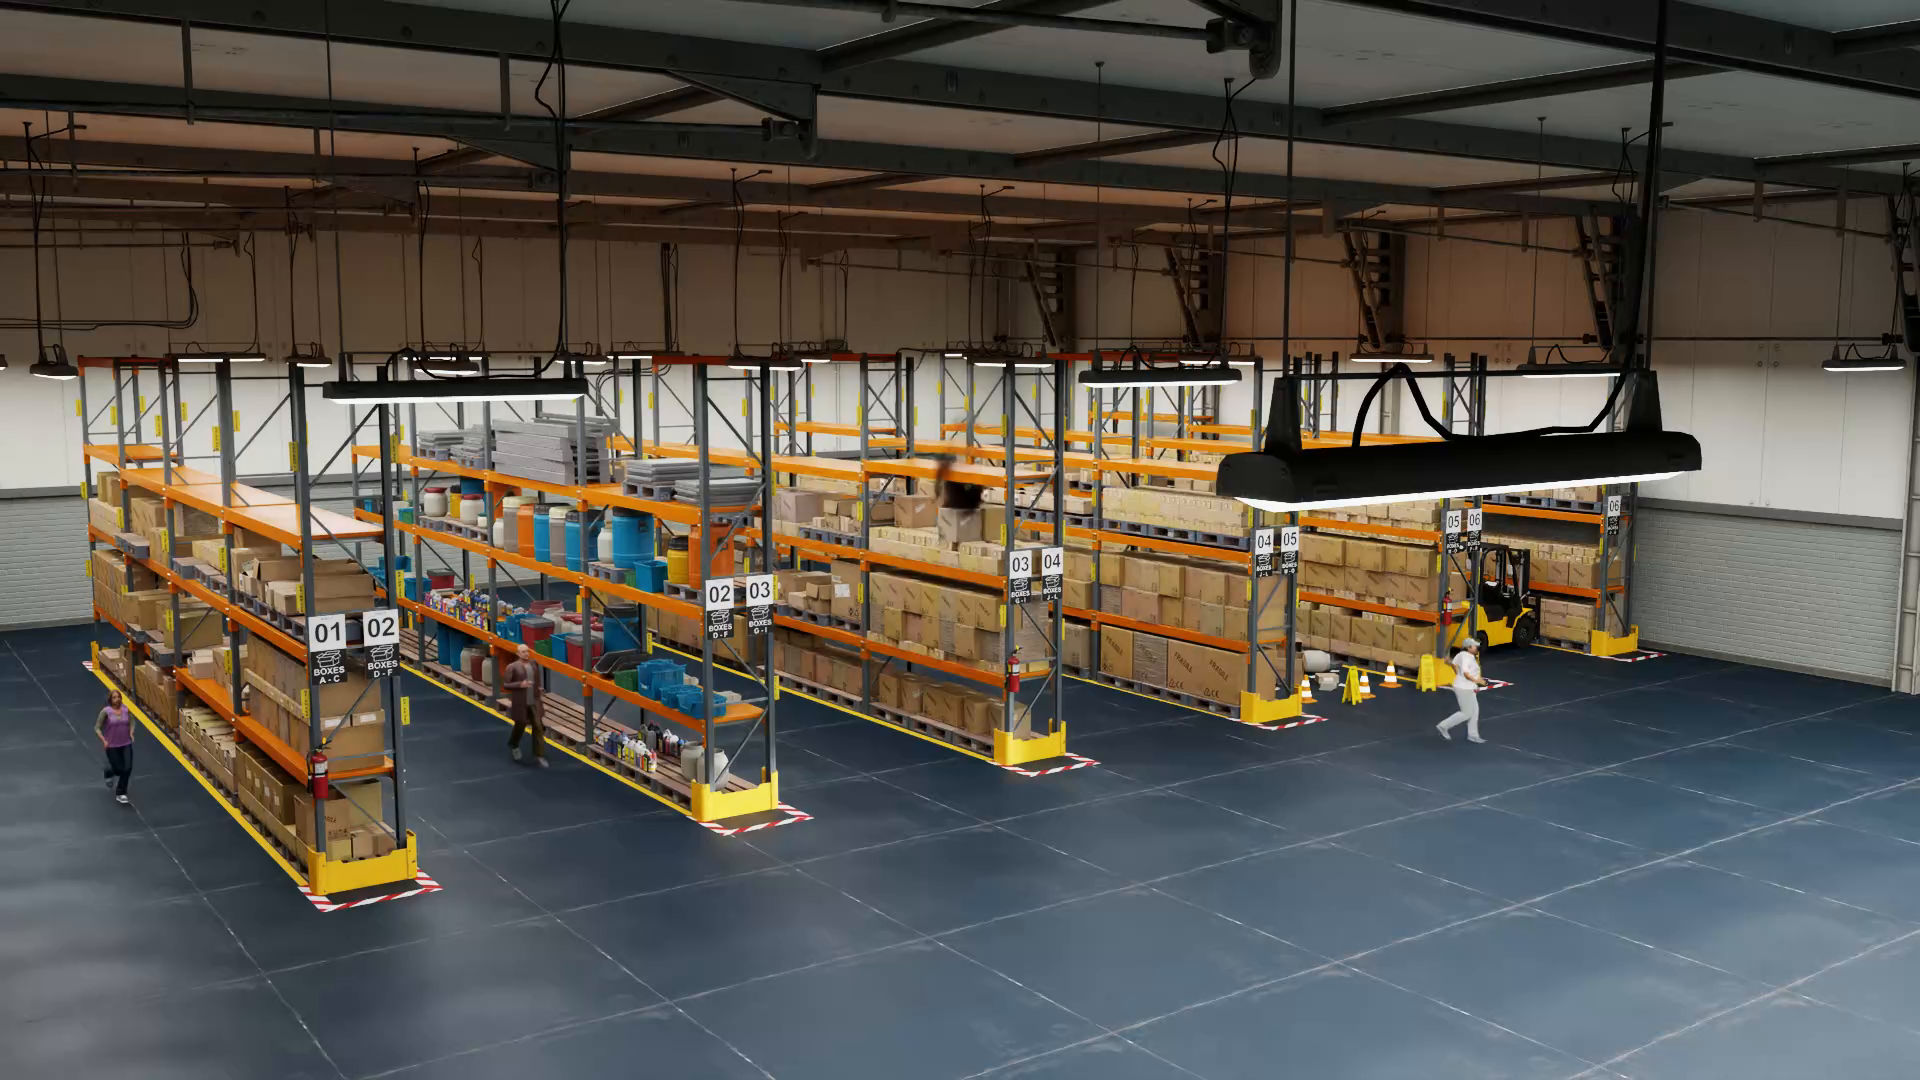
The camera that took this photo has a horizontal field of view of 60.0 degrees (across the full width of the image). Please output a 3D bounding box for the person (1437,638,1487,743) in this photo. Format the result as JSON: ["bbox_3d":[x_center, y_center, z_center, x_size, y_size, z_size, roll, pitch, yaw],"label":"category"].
[{"bbox_3d":[7.898,2.361,26.081,0.777,1.677,0.629,1,7,8],"label":"person"}]

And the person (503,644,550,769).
[{"bbox_3d":[-6.451,2.434,24.672,0.694,1.804,0.981,-6,9,-40],"label":"person"}]

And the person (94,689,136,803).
[{"bbox_3d":[-11.561,2.855,22.803,0.549,1.469,0.537,6,9,43],"label":"person"}]
